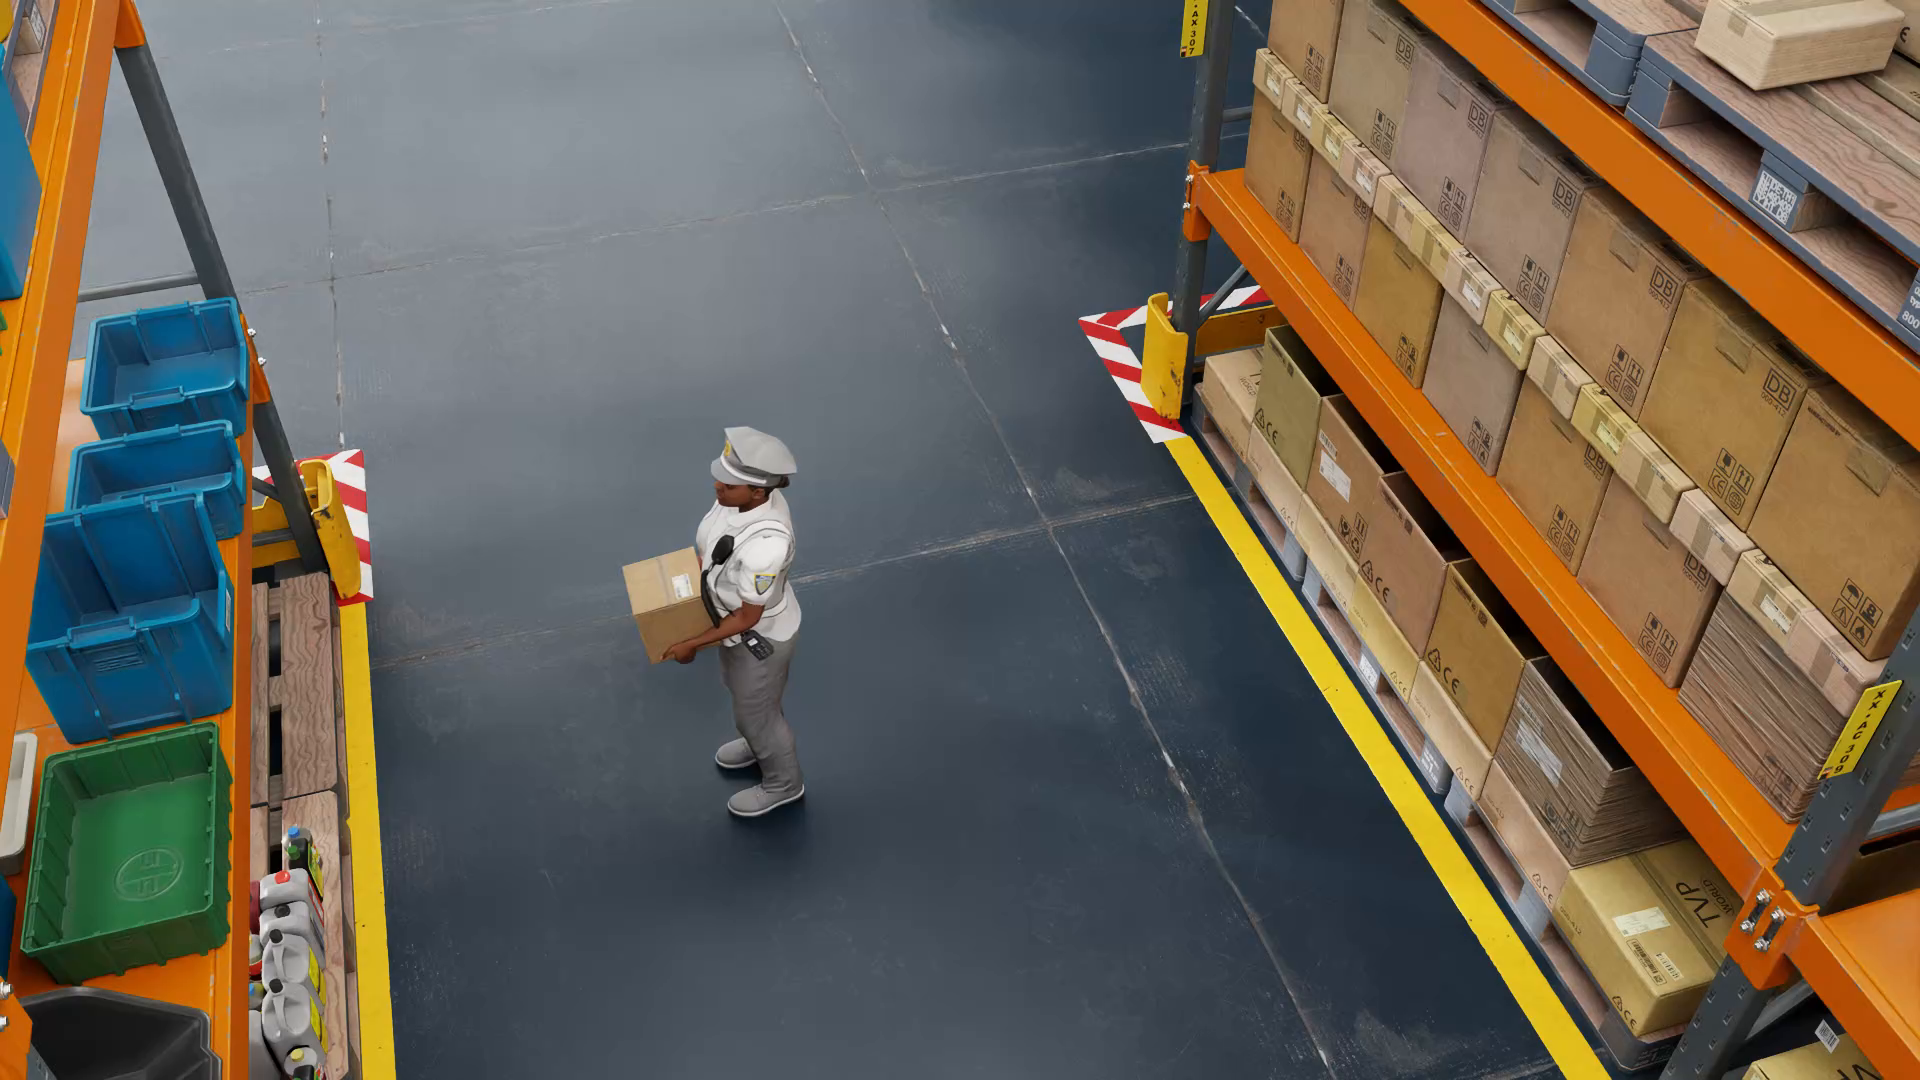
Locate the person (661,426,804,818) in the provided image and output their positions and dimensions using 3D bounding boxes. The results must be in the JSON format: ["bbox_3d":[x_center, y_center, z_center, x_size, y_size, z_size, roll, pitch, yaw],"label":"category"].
[{"bbox_3d":[-0.796,0.303,5.808,0.533,1.689,0.449,-12,44,-13],"label":"person"}]
